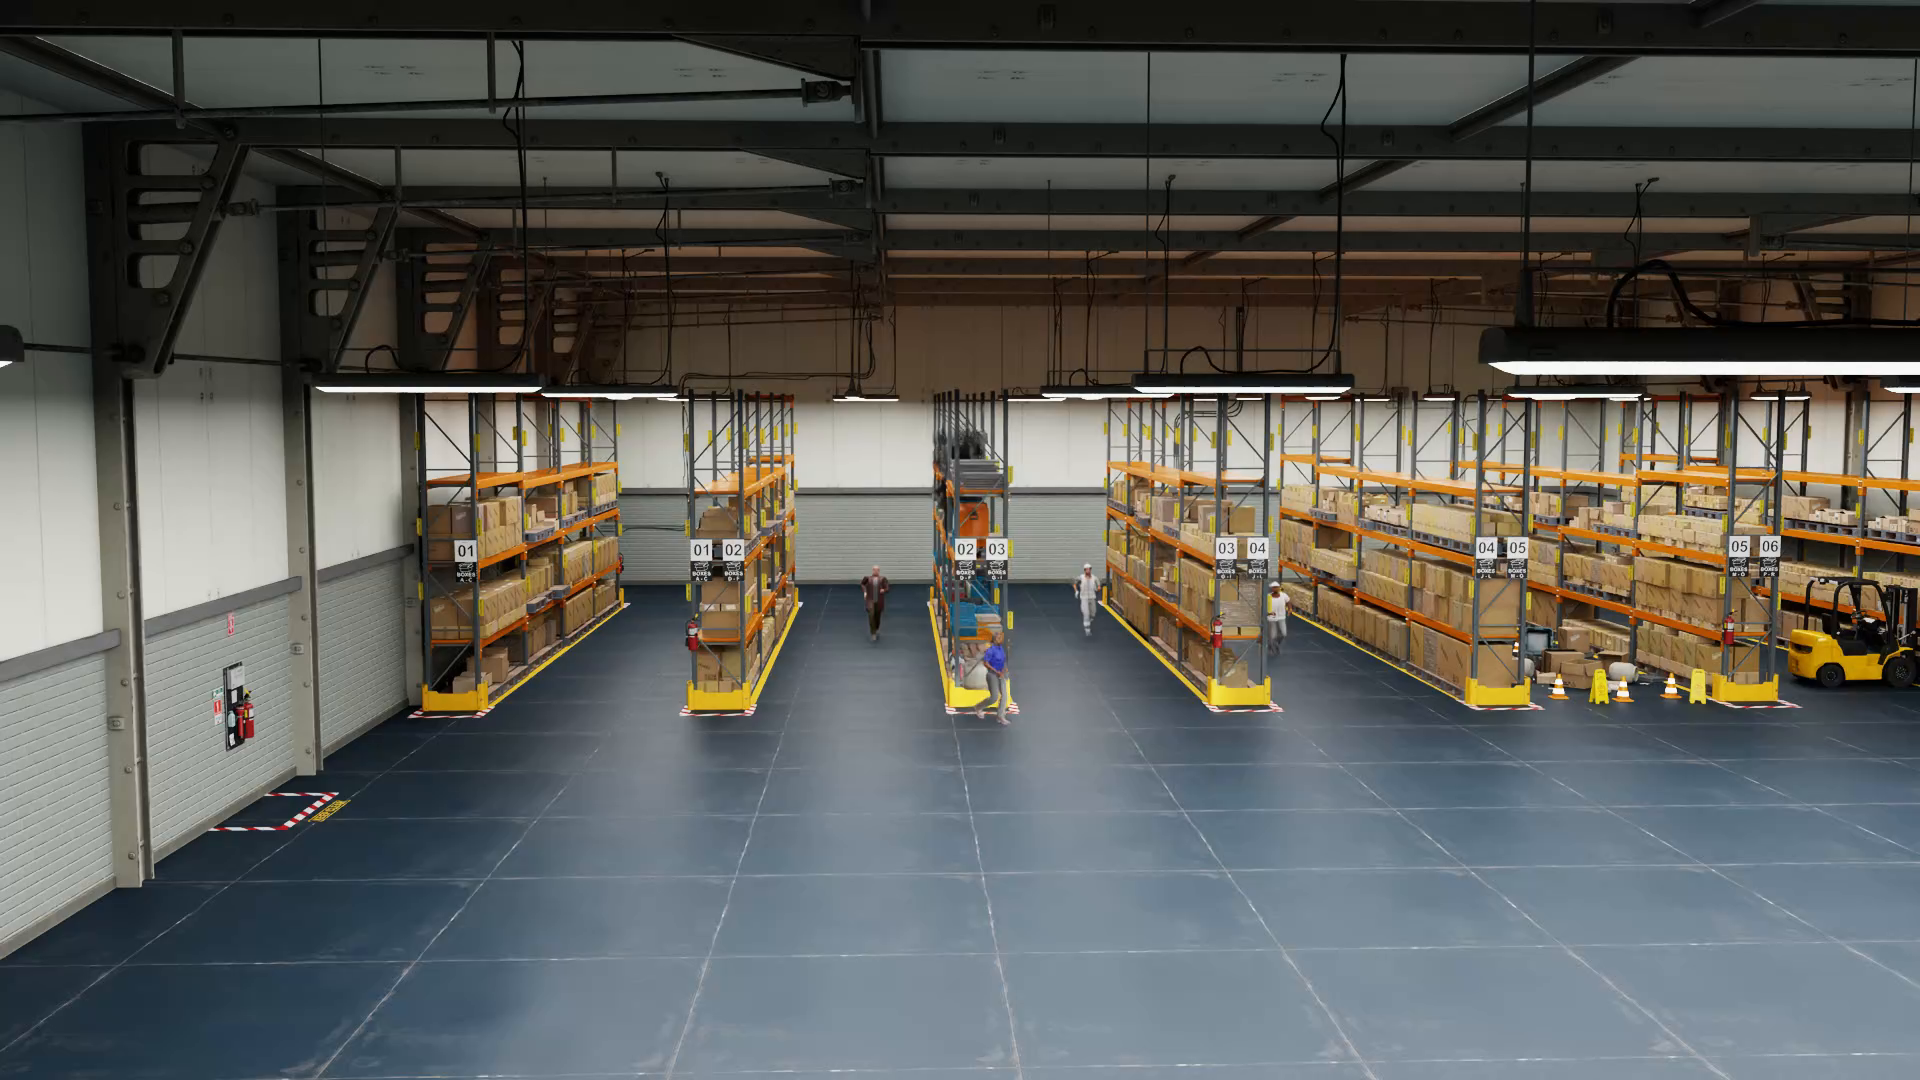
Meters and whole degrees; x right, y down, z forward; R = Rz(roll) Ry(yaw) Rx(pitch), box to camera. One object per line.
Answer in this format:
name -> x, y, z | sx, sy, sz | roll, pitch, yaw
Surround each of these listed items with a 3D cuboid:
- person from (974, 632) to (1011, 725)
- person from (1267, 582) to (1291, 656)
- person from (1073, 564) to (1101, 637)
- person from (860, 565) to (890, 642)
person -> 0.612, 2.485, 29.926 | 0.717, 1.635, 0.602 | 3, 6, 35
person -> 7.153, 1.786, 37.495 | 0.723, 1.710, 0.780 | 0, 5, -3
person -> 3.155, 1.471, 41.158 | 0.656, 1.768, 0.963 | -1, 5, -8
person -> -2.062, 1.516, 40.542 | 0.703, 1.805, 1.041 | -1, 5, -7
